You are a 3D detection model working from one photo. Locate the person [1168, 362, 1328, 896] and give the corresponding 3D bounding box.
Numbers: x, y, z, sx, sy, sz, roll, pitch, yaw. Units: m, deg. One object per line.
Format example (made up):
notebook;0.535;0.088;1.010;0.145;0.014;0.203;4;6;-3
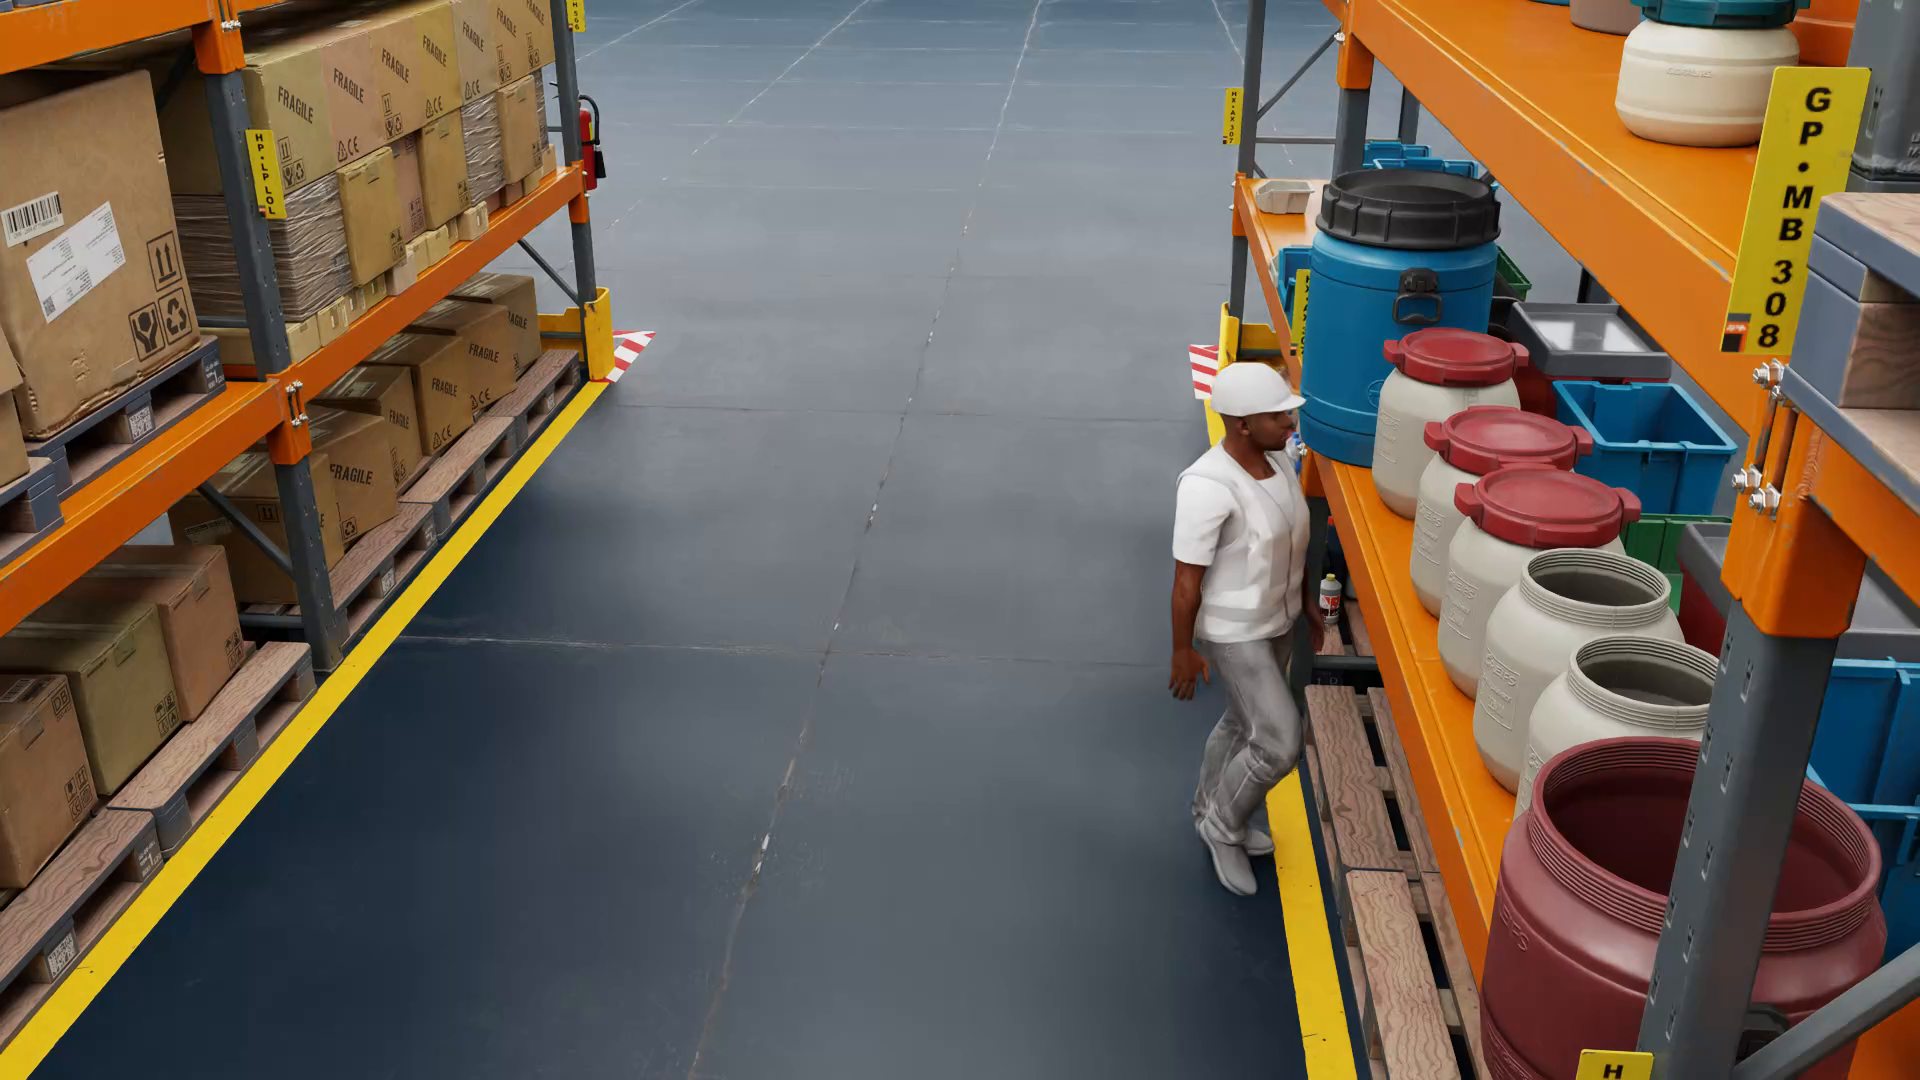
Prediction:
person;0.970;0.306;5.403;0.479;1.805;0.616;18;30;34
